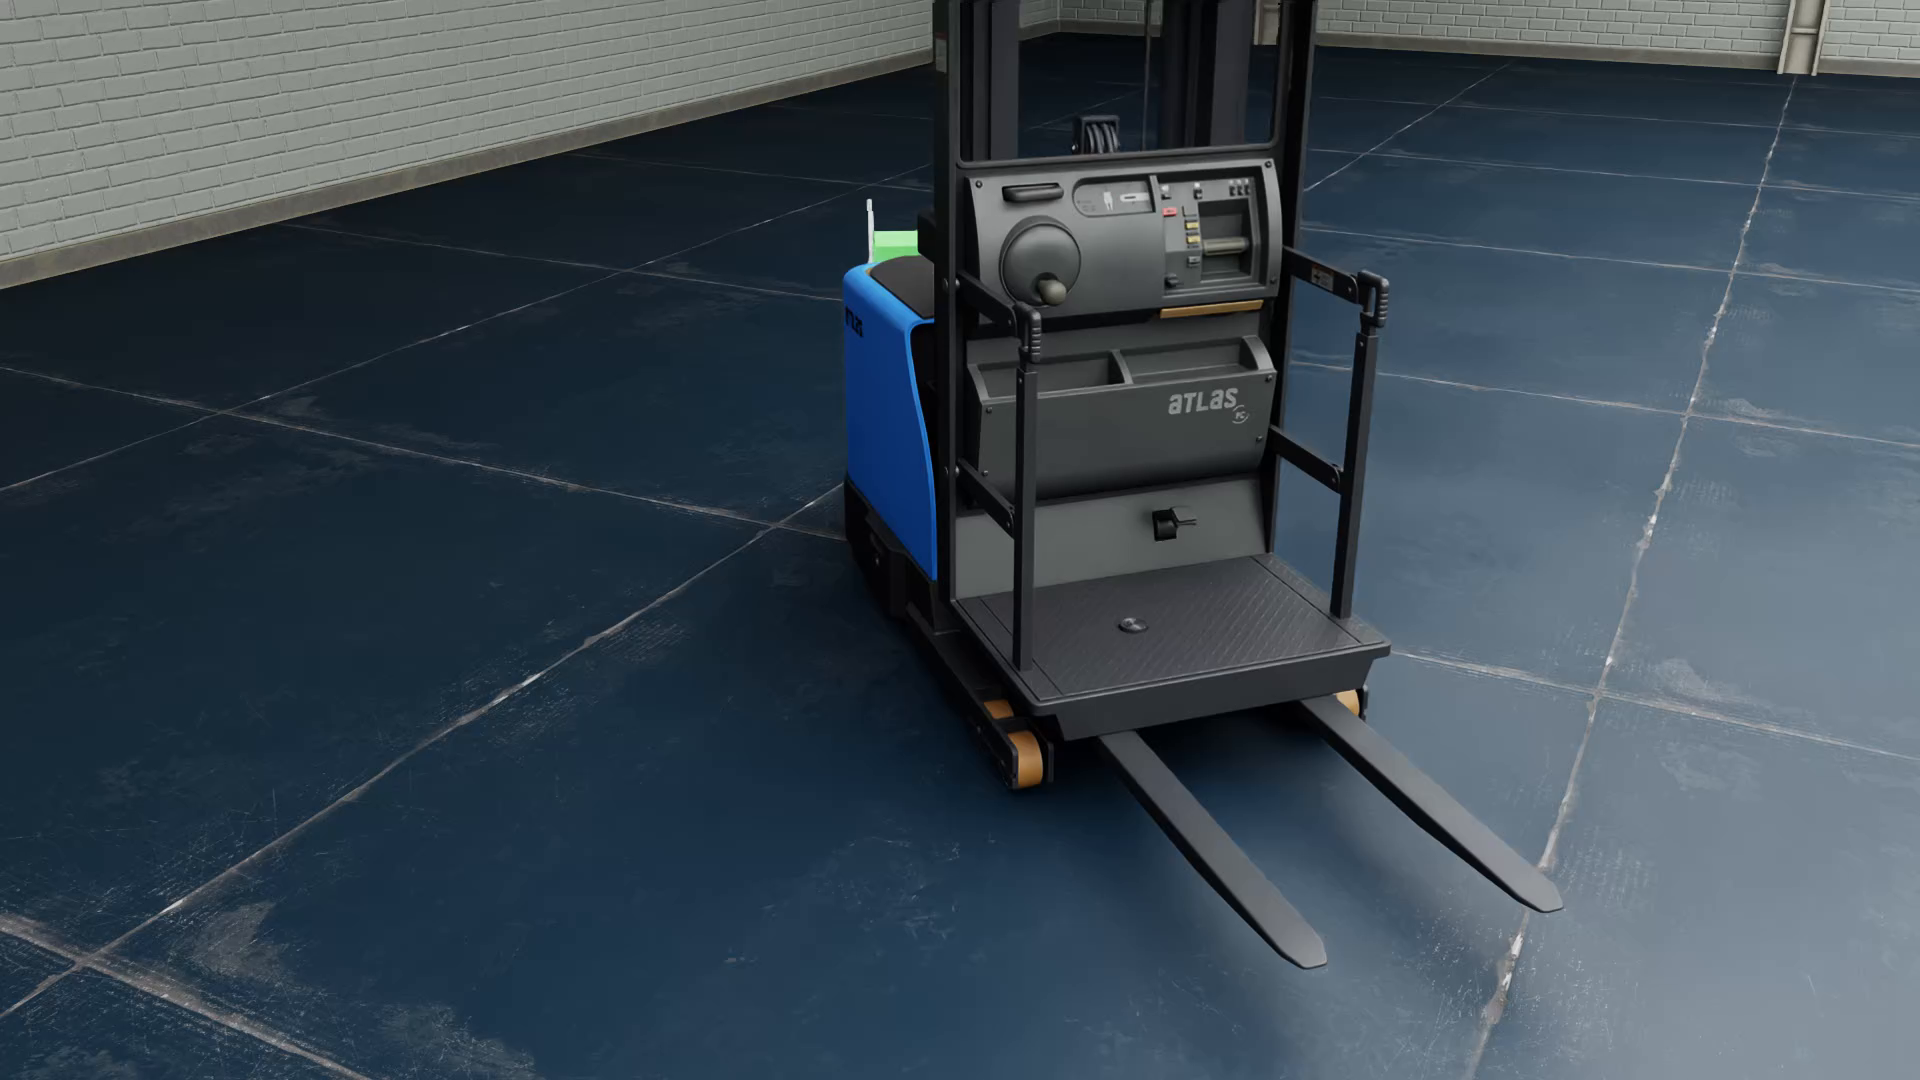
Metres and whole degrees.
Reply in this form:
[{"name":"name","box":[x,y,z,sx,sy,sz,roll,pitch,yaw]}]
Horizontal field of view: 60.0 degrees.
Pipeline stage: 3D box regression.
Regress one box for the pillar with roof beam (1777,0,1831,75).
[{"name":"pillar with roof beam","box":[7.330,-7.814,13.126,0.400,9.000,9.100,11,25,25]}]

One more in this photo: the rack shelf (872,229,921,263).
[{"name":"rack shelf","box":[-0.084,-1.050,6.121,0.480,0.148,0.258,-2,23,-4]}]

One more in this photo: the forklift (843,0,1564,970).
[{"name":"forklift","box":[0.547,-0.834,4.467,1.130,2.935,3.031,-8,24,-18]}]

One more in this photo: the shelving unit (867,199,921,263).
[{"name":"shelving unit","box":[-0.084,-0.667,6.284,0.503,1.200,0.258,-2,23,-4]}]

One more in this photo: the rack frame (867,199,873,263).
[{"name":"rack frame","box":[-0.328,-0.660,6.269,0.015,1.200,0.240,-2,23,-4]}]

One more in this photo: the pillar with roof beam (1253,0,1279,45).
[{"name":"pillar with roof beam","box":[1.976,-8.874,15.617,0.400,9.000,9.100,11,25,25]}]
